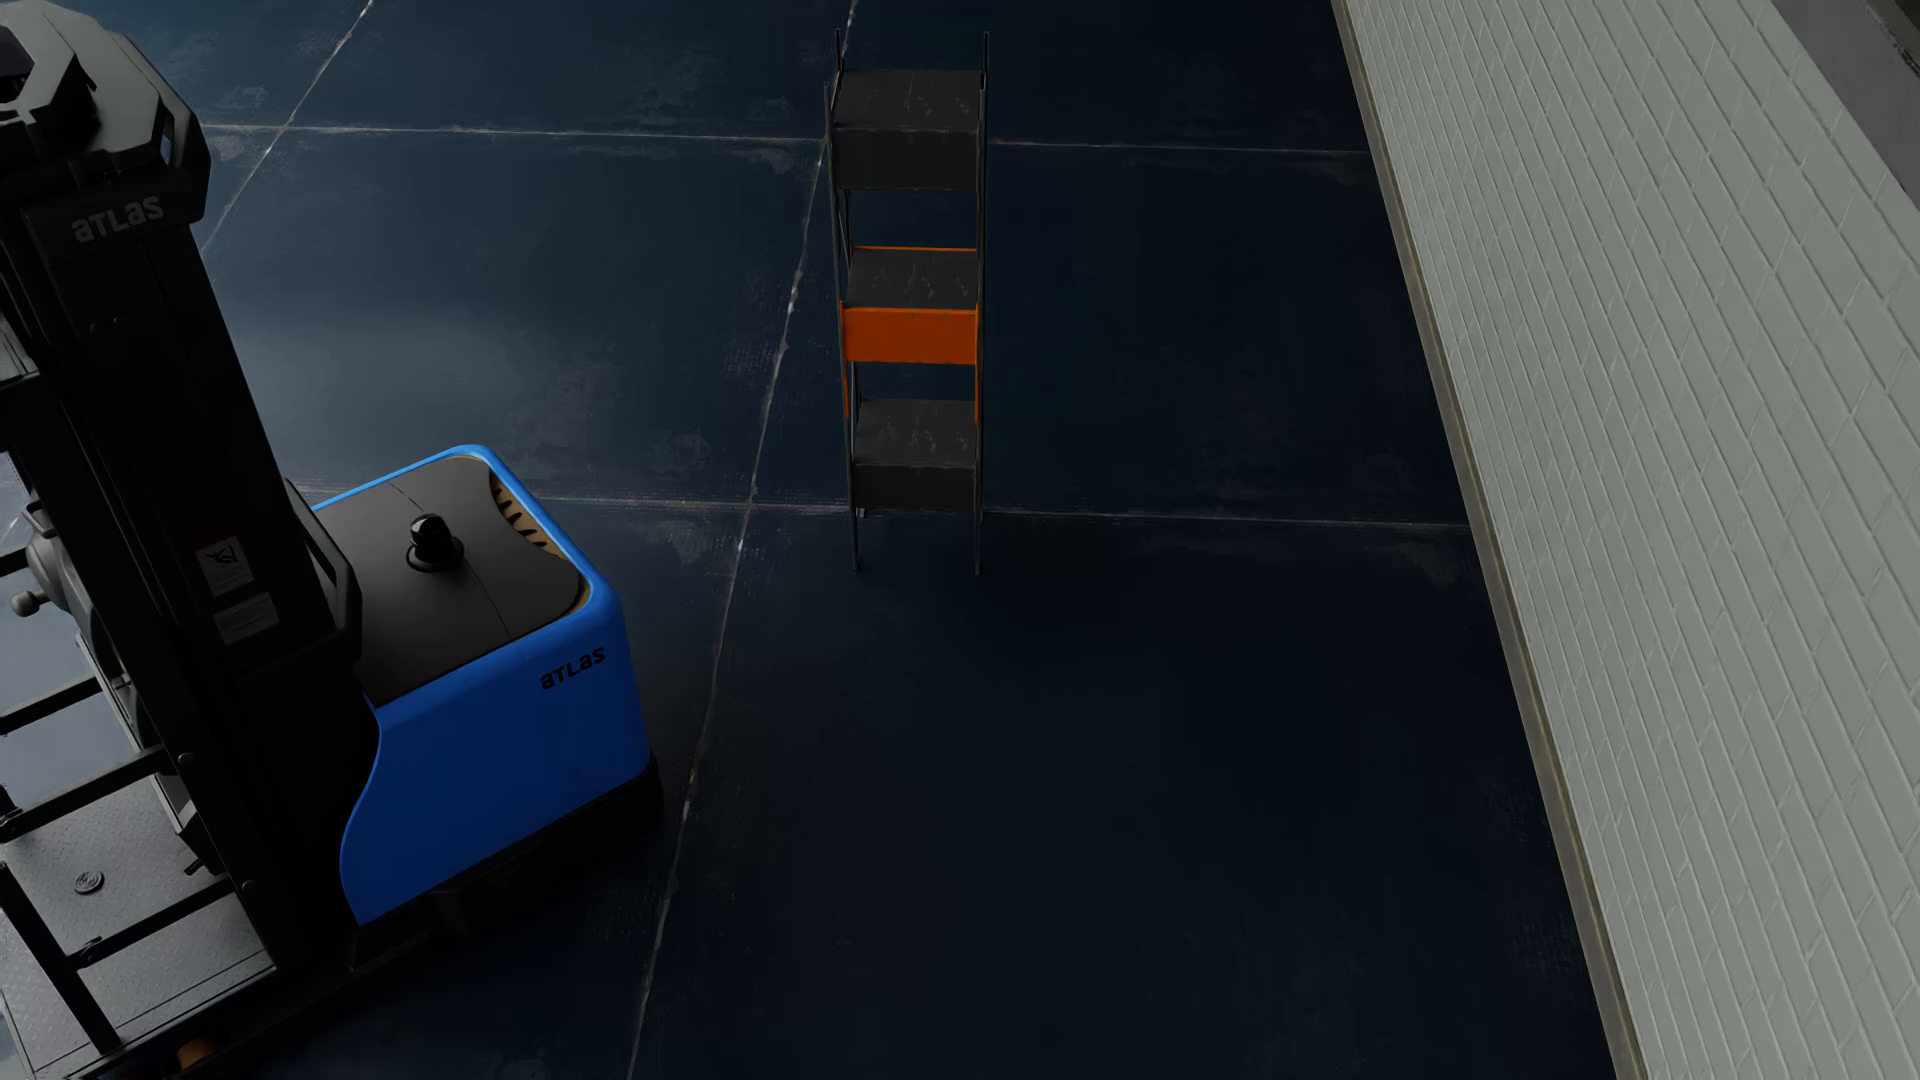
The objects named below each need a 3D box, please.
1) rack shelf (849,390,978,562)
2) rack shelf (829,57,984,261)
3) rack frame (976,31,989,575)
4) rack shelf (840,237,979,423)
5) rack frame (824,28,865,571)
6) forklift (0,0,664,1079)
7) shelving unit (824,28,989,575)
[{"bbox_3d":[-0.165,-0.251,6.526,0.480,0.518,0.431,2,43,2],"label":"rack shelf"},{"bbox_3d":[-0.165,-1.276,5.572,0.480,0.518,0.431,2,43,2],"label":"rack shelf"},{"bbox_3d":[0.078,-0.766,6.032,0.015,2.100,0.400,2,43,2],"label":"rack frame"},{"bbox_3d":[-0.165,-0.763,6.049,0.480,0.518,0.431,2,43,2],"label":"rack shelf"},{"bbox_3d":[-0.409,-0.781,6.048,0.015,2.100,0.400,2,43,2],"label":"rack frame"},{"bbox_3d":[-2.489,0.240,4.342,3.031,2.935,1.130,-28,50,-26],"label":"forklift"},{"bbox_3d":[-0.165,-0.773,6.040,0.503,2.100,0.431,2,43,2],"label":"shelving unit"}]
